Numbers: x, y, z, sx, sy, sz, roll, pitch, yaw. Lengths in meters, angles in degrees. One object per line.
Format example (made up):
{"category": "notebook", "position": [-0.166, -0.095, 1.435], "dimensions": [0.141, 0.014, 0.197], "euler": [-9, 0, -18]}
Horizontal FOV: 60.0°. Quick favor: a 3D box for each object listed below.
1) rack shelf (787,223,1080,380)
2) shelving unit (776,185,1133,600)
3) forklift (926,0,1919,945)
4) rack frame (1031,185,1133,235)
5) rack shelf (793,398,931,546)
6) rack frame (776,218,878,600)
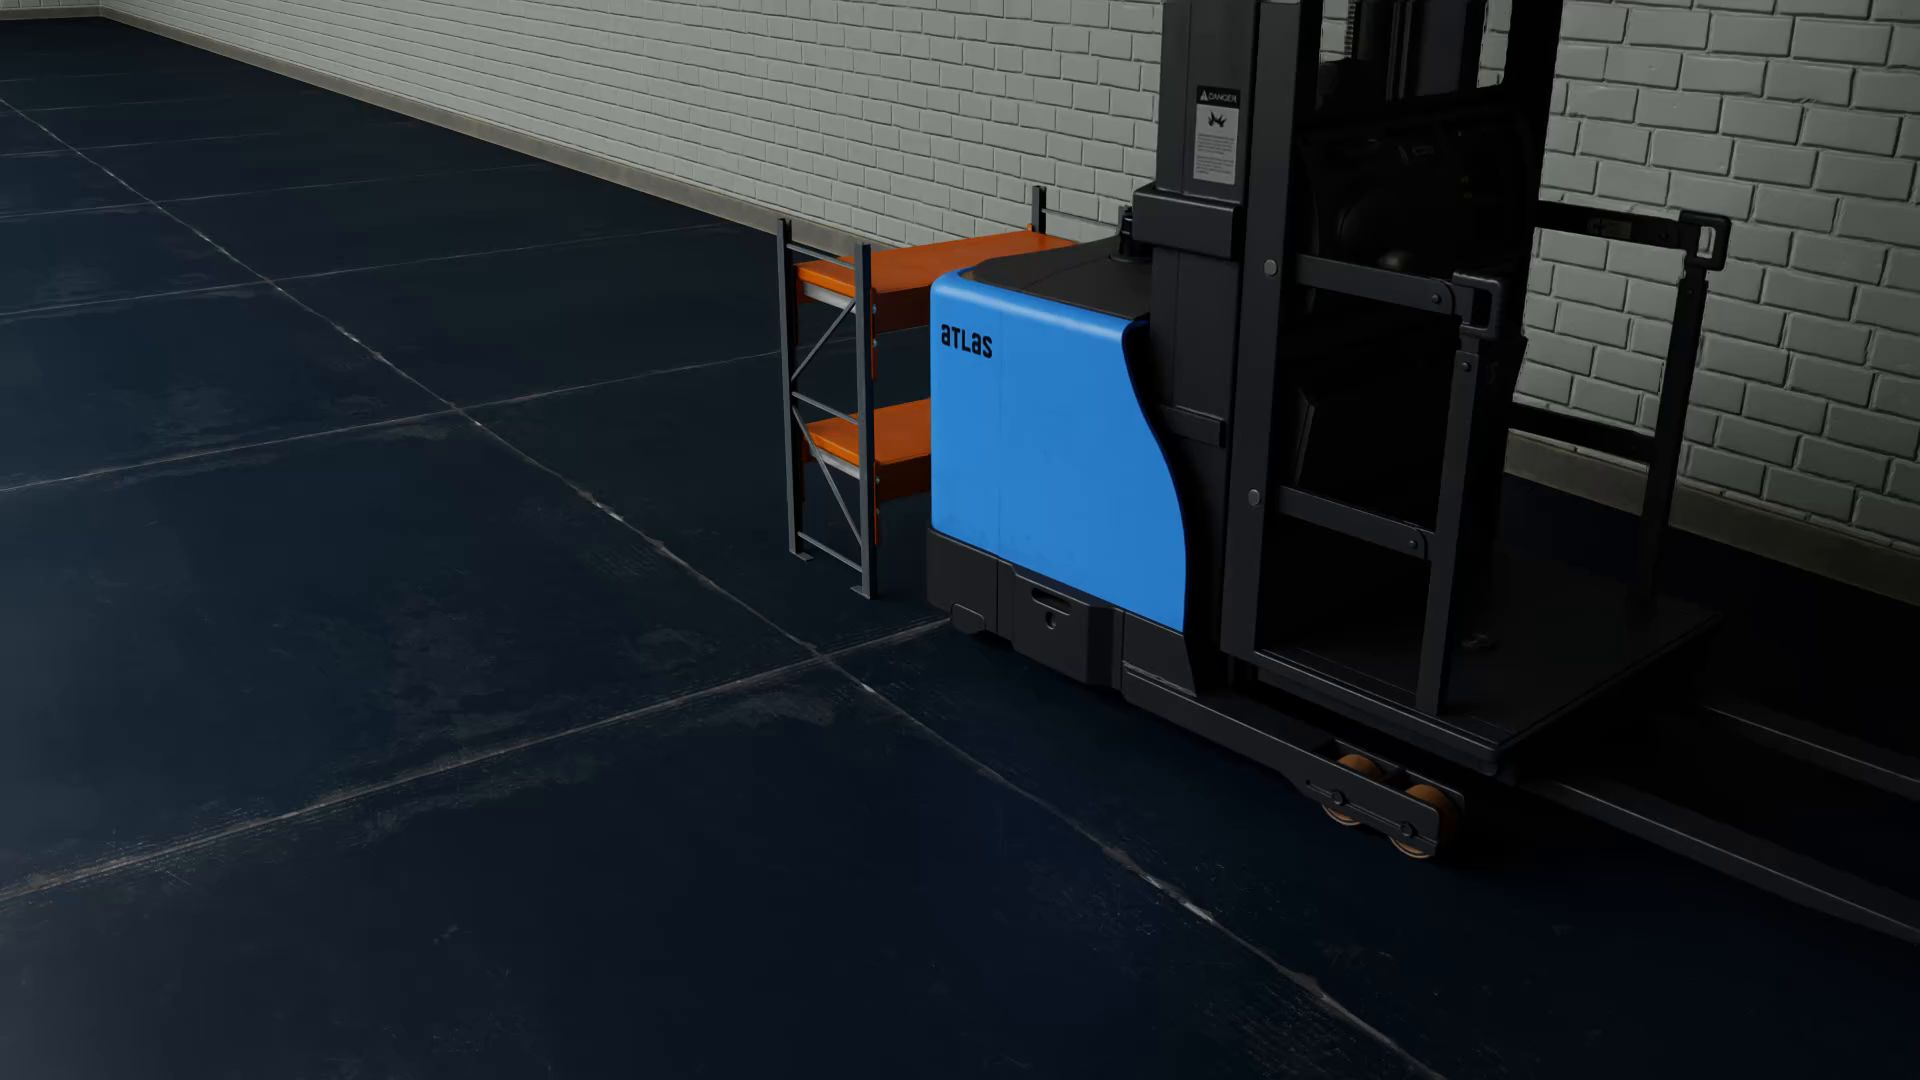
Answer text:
{"category": "rack shelf", "position": [-0.005, -0.793, 5.400], "dimensions": [1.000, 0.278, 0.538], "euler": [-15, 26, -33]}
{"category": "shelving unit", "position": [-0.005, -0.521, 5.509], "dimensions": [1.048, 1.125, 0.538], "euler": [-15, 26, -33]}
{"category": "forklift", "position": [1.257, -0.835, 3.858], "dimensions": [1.130, 2.935, 3.031], "euler": [-18, 28, -38]}
{"category": "rack frame", "position": [0.407, -0.631, 5.784], "dimensions": [0.032, 1.125, 0.500], "euler": [-15, 26, -33]}
{"category": "rack shelf", "position": [-0.005, -0.294, 5.599], "dimensions": [1.000, 0.278, 0.538], "euler": [-15, 26, -33]}
{"category": "rack frame", "position": [-0.418, -0.411, 5.233], "dimensions": [0.032, 1.125, 0.500], "euler": [-15, 26, -33]}
